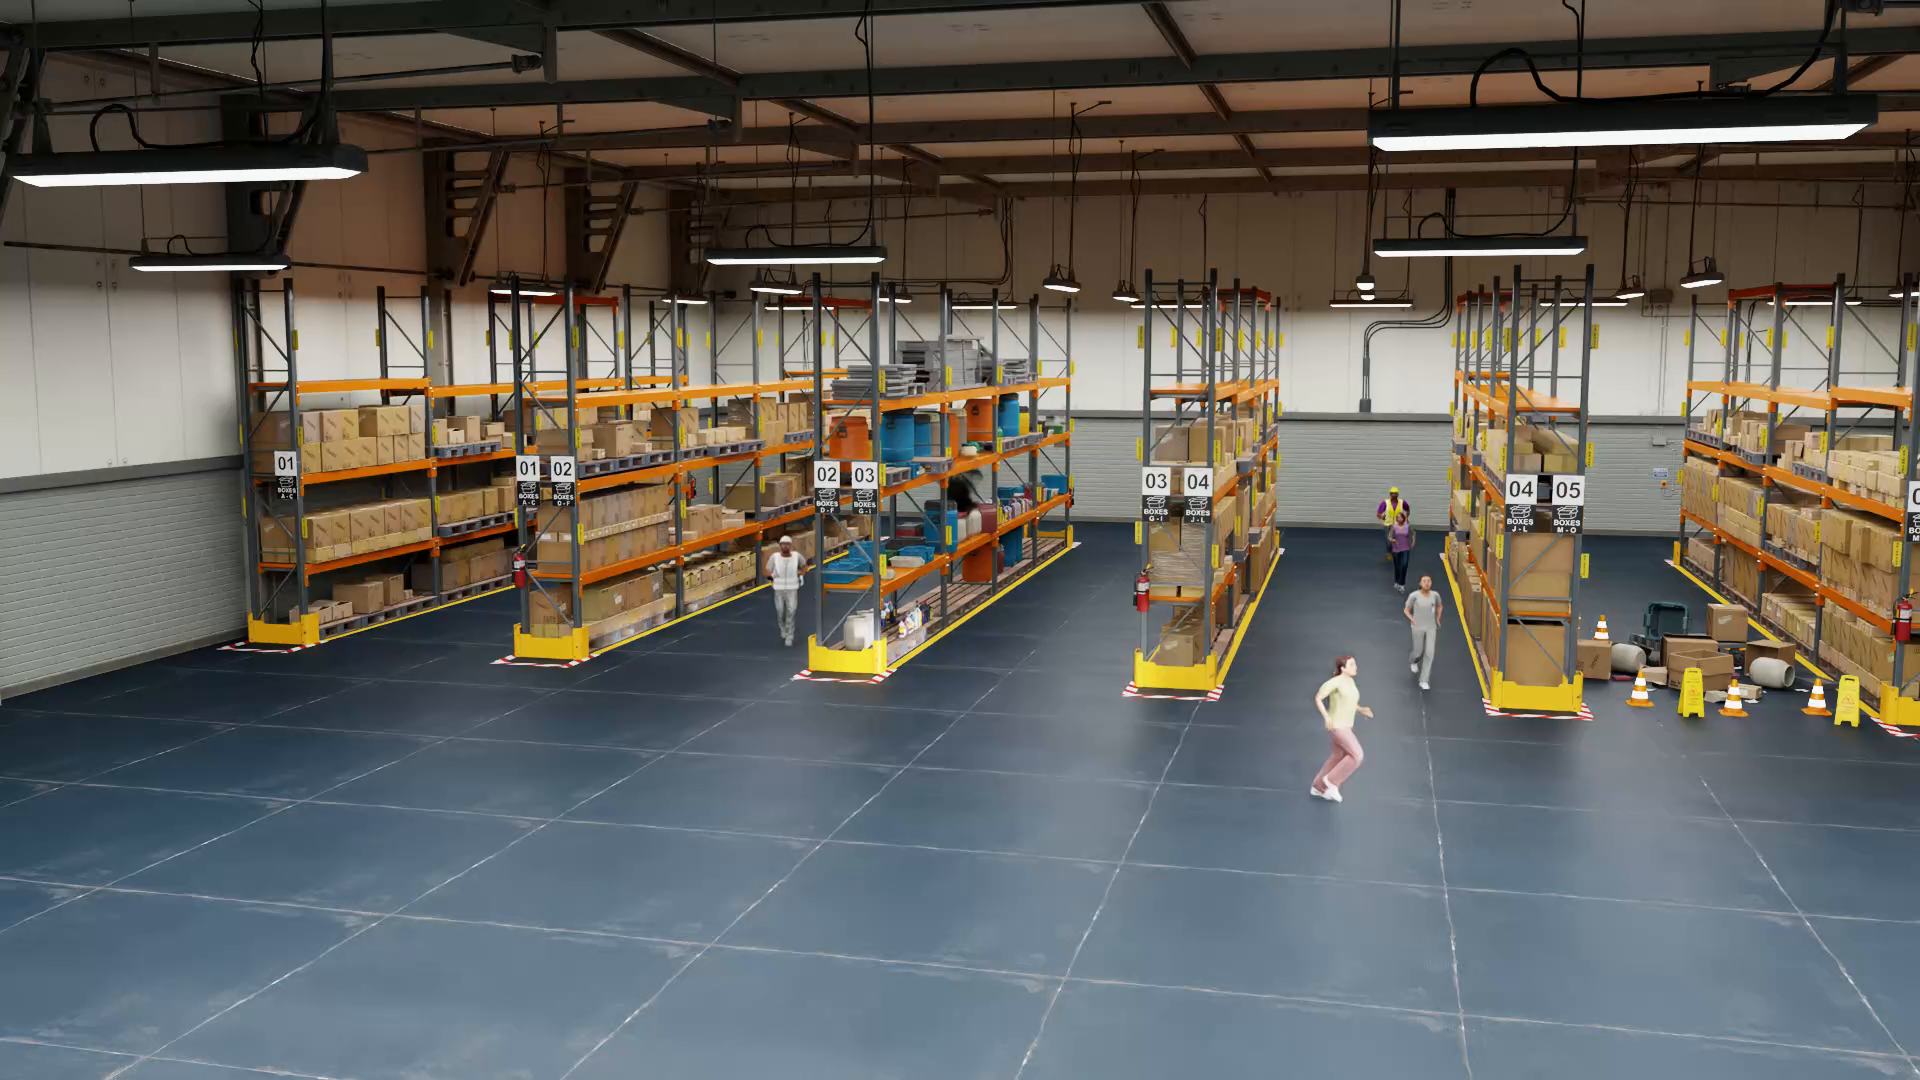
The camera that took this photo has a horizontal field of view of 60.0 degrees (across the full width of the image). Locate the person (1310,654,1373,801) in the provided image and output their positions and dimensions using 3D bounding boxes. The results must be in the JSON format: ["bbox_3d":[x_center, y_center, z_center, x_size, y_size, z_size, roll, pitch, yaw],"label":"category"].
[{"bbox_3d":[4.141,2.027,18.053,0.667,1.620,0.502,5,9,36],"label":"person"}]

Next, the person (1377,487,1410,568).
[{"bbox_3d":[9.590,-0.296,36.809,0.712,1.753,0.986,2,7,14],"label":"person"}]

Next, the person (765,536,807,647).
[{"bbox_3d":[-2.855,0.810,27.294,0.690,1.762,0.972,0,7,-3],"label":"person"}]

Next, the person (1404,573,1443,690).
[{"bbox_3d":[6.744,1.301,24.192,0.568,1.653,0.843,0,7,4],"label":"person"}]

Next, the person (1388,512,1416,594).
[{"bbox_3d":[8.806,0.252,33.195,0.541,1.610,0.703,2,7,18],"label":"person"}]
